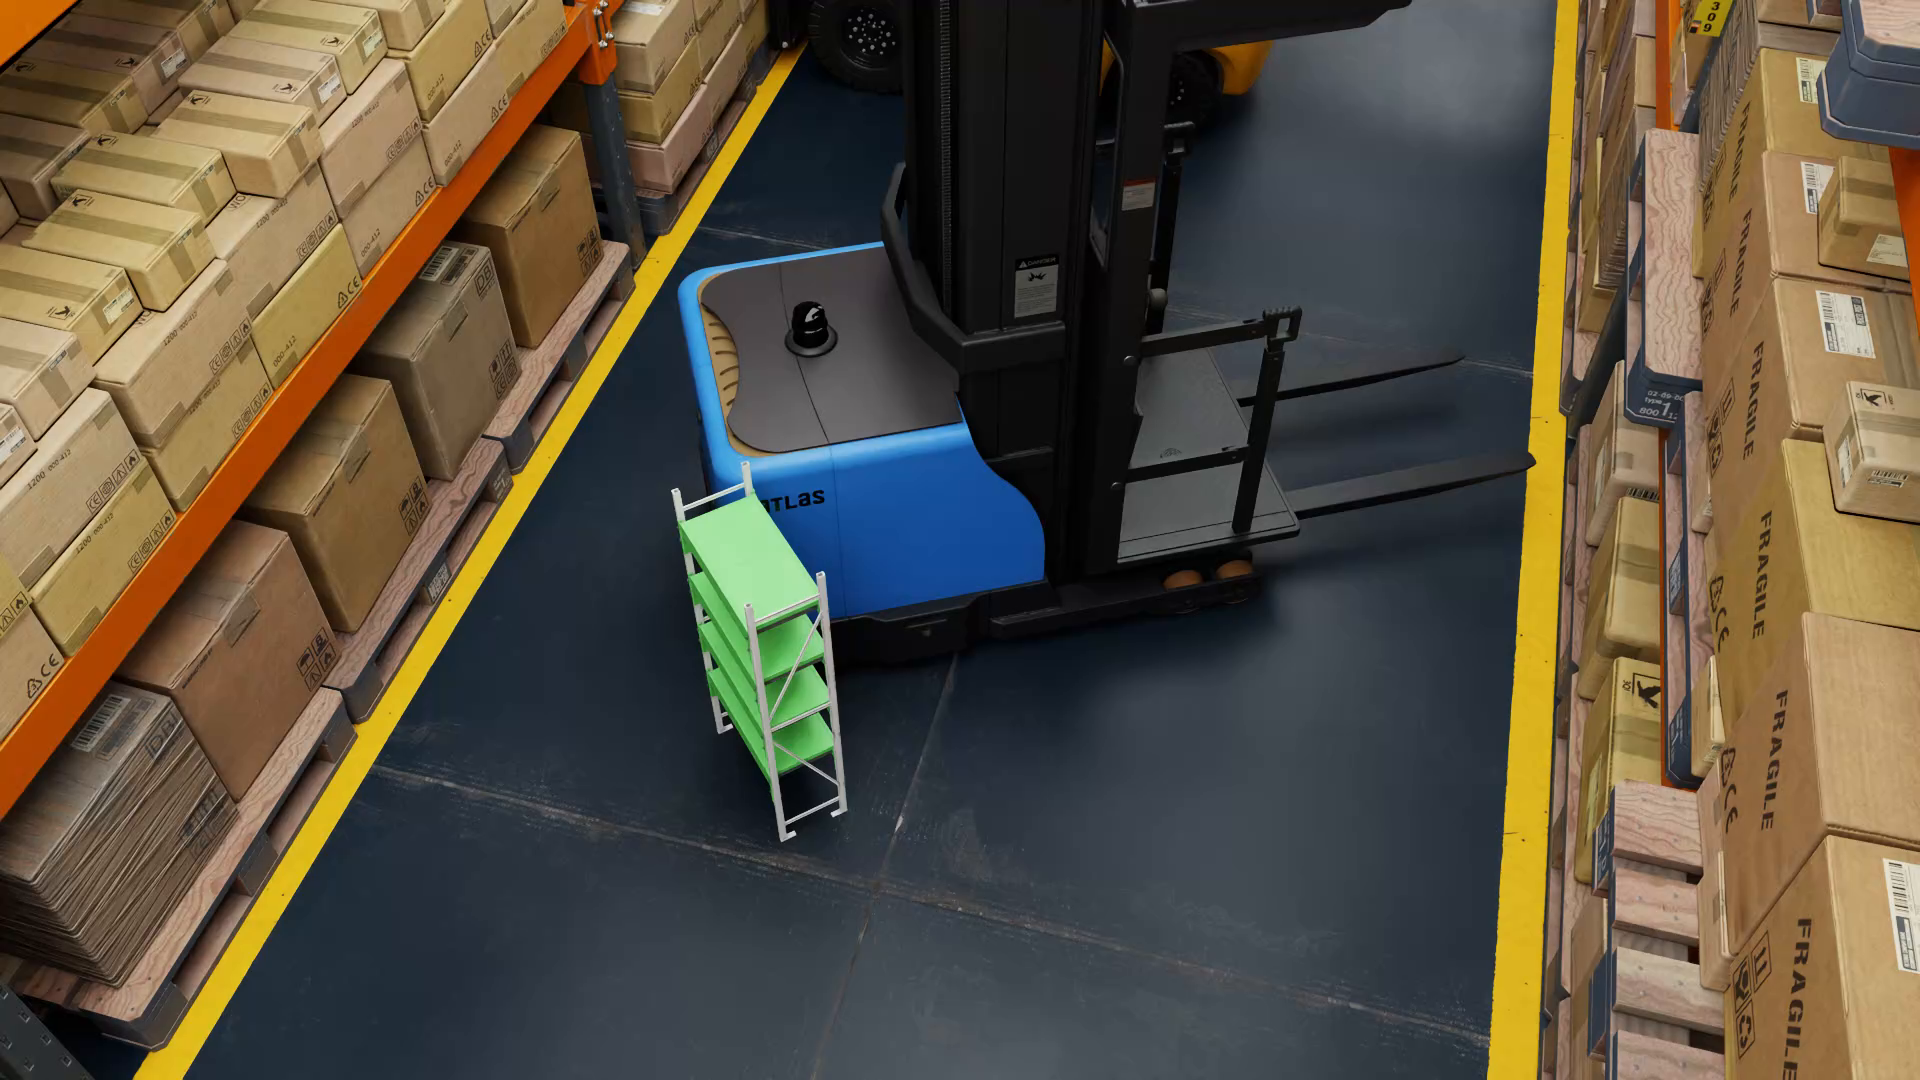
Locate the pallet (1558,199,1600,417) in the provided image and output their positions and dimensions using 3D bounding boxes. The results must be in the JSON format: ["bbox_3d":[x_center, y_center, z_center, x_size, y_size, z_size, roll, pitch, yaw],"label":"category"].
[{"bbox_3d":[3.049,-0.905,6.908,1.003,0.211,1.213,12,50,10],"label":"pallet"}]

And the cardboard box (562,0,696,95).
[{"bbox_3d":[-1.453,-2.160,7.043,0.500,0.250,0.500,11,49,9],"label":"cardboard box"}]

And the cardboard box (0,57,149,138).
[{"bbox_3d":[-2.629,-1.254,4.857,0.380,0.149,0.250,12,50,10],"label":"cardboard box"}]

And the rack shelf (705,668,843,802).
[{"bbox_3d":[-0.599,0.575,5.348,0.258,0.148,0.480,-23,53,-19],"label":"rack shelf"}]

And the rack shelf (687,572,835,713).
[{"bbox_3d":[-0.599,0.257,4.988,0.258,0.148,0.480,-23,53,-19],"label":"rack shelf"}]

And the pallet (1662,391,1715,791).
[{"bbox_3d":[2.335,0.182,4.217,1.003,0.211,1.213,12,50,10],"label":"pallet"}]

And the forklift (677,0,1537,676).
[{"bbox_3d":[0.605,-1.081,5.249,3.031,2.935,1.130,-10,49,-9],"label":"forklift"}]

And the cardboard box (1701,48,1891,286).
[{"bbox_3d":[2.375,-0.961,4.552,0.500,0.500,0.500,12,50,10],"label":"cardboard box"}]

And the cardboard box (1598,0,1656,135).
[{"bbox_3d":[3.069,-2.031,7.096,0.500,0.500,0.500,14,50,12],"label":"cardboard box"}]

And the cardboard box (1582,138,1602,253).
[{"bbox_3d":[2.933,-1.432,7.067,0.500,0.250,0.500,10,49,9],"label":"cardboard box"}]

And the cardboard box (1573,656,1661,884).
[{"bbox_3d":[2.404,0.799,5.017,0.950,0.372,0.625,13,50,11],"label":"cardboard box"}]

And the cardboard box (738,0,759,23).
[{"bbox_3d":[-1.184,-2.722,7.872,0.500,0.250,0.500,11,50,10],"label":"cardboard box"}]

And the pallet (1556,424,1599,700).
[{"bbox_3d":[2.703,0.151,5.976,1.003,0.211,1.213,12,50,10],"label":"pallet"}]

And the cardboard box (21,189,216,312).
[{"bbox_3d":[-2.238,-0.775,4.434,0.380,0.149,0.250,13,50,11],"label":"cardboard box"}]

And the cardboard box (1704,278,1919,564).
[{"bbox_3d":[2.107,-0.232,3.909,0.500,0.500,0.500,10,49,8],"label":"cardboard box"}]

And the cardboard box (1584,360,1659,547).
[{"bbox_3d":[2.771,-0.225,5.920,0.950,0.372,0.625,12,50,11],"label":"cardboard box"}]

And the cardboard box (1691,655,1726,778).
[{"bbox_3d":[1.870,0.437,3.751,0.380,0.149,0.250,12,50,11],"label":"cardboard box"}]

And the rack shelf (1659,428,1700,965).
[{"bbox_3d":[2.380,0.349,4.421,1.077,0.370,4.000,12,50,10],"label":"rack shelf"}]

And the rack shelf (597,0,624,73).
[{"bbox_3d":[-1.357,-3.521,7.836,1.077,0.370,4.000,12,50,10],"label":"rack shelf"}]

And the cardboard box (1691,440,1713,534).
[{"bbox_3d":[2.086,-0.116,4.240,0.380,0.149,0.250,13,50,11],"label":"cardboard box"}]

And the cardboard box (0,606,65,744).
[{"bbox_3d":[-2.583,0.358,4.033,0.500,0.250,0.500,12,50,10],"label":"cardboard box"}]

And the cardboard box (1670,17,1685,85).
[{"bbox_3d":[2.756,-1.727,5.941,0.380,0.149,0.250,13,50,11],"label":"cardboard box"}]

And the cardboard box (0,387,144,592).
[{"bbox_3d":[-2.451,-0.169,4.165,0.500,0.250,0.500,13,50,11],"label":"cardboard box"}]

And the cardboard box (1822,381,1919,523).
[{"bbox_3d":[2.012,-0.166,3.418,0.380,0.149,0.250,9,49,8],"label":"cardboard box"}]

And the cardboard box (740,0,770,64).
[{"bbox_3d":[-1.198,-2.571,8.072,0.500,0.250,0.500,12,50,11],"label":"cardboard box"}]

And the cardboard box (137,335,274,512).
[{"bbox_3d":[-2.317,-0.379,4.684,0.500,0.250,0.500,10,49,9],"label":"cardboard box"}]

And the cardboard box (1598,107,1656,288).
[{"bbox_3d":[2.803,-1.293,6.445,0.500,0.500,0.500,11,49,10],"label":"cardboard box"}]

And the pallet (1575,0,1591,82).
[{"bbox_3d":[3.691,-2.670,8.466,1.003,0.211,1.213,12,50,10],"label":"pallet"}]

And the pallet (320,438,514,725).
[{"bbox_3d":[-2.359,0.036,6.077,1.003,0.211,1.213,12,50,10],"label":"pallet"}]

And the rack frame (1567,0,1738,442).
[{"bbox_3d":[2.906,-1.335,5.428,1.000,3.000,0.127,12,50,10],"label":"rack frame"}]

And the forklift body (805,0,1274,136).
[{"bbox_3d":[0.431,-3.193,7.633,2.313,2.155,1.214,12,50,10],"label":"forklift body"}]

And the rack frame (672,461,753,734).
[{"bbox_3d":[-0.721,0.215,5.260,0.240,1.200,0.015,-23,53,-19],"label":"rack frame"}]

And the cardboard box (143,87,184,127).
[{"bbox_3d":[-2.552,-1.381,5.235,0.500,0.250,0.500,10,49,9],"label":"cardboard box"}]

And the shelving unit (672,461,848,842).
[{"bbox_3d":[-0.599,0.374,5.120,0.258,1.200,0.503,-23,53,-19],"label":"shelving unit"}]

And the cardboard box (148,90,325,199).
[{"bbox_3d":[-2.062,-1.132,4.749,0.380,0.149,0.250,10,49,9],"label":"cardboard box"}]

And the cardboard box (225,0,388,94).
[{"bbox_3d":[-1.995,-1.519,5.090,0.380,0.149,0.250,10,49,9],"label":"cardboard box"}]

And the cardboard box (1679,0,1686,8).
[{"bbox_3d":[2.912,-2.211,5.936,0.500,0.500,0.500,13,50,11],"label":"cardboard box"}]

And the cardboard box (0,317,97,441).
[{"bbox_3d":[-2.399,-0.415,4.116,0.380,0.149,0.250,12,50,10],"label":"cardboard box"}]

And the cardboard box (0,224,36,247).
[{"bbox_3d":[-2.818,-0.646,4.586,0.500,0.250,0.500,11,50,10],"label":"cardboard box"}]

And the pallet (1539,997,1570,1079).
[{"bbox_3d":[2.061,1.916,4.418,1.003,0.211,1.213,12,50,10],"label":"pallet"}]

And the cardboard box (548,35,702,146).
[{"bbox_3d":[-1.458,-1.996,7.231,0.500,0.250,0.500,11,50,10],"label":"cardboard box"}]

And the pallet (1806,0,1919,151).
[{"bbox_3d":[2.371,-1.089,3.335,1.213,0.211,1.003,12,50,10],"label":"pallet"}]

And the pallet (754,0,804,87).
[{"bbox_3d":[-1.314,-2.842,8.617,1.003,0.211,1.213,12,50,10],"label":"pallet"}]

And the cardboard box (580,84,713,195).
[{"bbox_3d":[-1.436,-1.826,7.415,0.500,0.250,0.500,12,50,10],"label":"cardboard box"}]

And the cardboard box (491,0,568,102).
[{"bbox_3d":[-1.763,-1.846,5.979,0.500,0.250,0.500,13,50,11],"label":"cardboard box"}]

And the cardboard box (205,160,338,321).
[{"bbox_3d":[-2.185,-0.919,4.827,0.500,0.250,0.500,12,50,11],"label":"cardboard box"}]

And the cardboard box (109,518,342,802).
[{"bbox_3d":[-2.594,0.305,5.284,0.875,0.625,0.625,13,50,11],"label":"cardboard box"}]

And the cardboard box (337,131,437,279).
[{"bbox_3d":[-2.051,-1.129,5.345,0.500,0.250,0.500,12,50,10],"label":"cardboard box"}]

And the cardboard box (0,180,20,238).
[{"bbox_3d":[-2.831,-0.890,4.536,0.380,0.149,0.250,11,49,9],"label":"cardboard box"}]

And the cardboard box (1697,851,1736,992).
[{"bbox_3d":[1.737,0.819,3.414,0.380,0.149,0.250,11,50,10],"label":"cardboard box"}]

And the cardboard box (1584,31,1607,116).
[{"bbox_3d":[3.207,-2.164,7.713,0.500,0.250,0.500,15,50,13],"label":"cardboard box"}]

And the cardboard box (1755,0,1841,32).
[{"bbox_3d":[2.441,-1.550,4.640,0.380,0.149,0.250,11,50,10],"label":"cardboard box"}]

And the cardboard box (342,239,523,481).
[{"bbox_3d":[-2.221,-0.726,6.194,0.875,0.625,0.625,11,50,10],"label":"cardboard box"}]

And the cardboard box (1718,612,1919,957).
[{"bbox_3d":[1.831,0.528,3.238,0.500,0.500,0.500,11,49,9],"label":"cardboard box"}]

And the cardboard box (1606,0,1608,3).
[{"bbox_3d":[3.341,-2.781,7.757,0.500,0.500,0.500,10,49,9],"label":"cardboard box"}]

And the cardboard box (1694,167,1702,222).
[{"bbox_3d":[2.456,-1.054,5.067,0.380,0.149,0.250,12,50,11],"label":"cardboard box"}]

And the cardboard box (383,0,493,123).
[{"bbox_3d":[-1.894,-1.649,5.471,0.500,0.250,0.500,10,49,9],"label":"cardboard box"}]

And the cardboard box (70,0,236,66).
[{"bbox_3d":[-2.508,-1.620,5.180,0.380,0.149,0.250,12,50,10],"label":"cardboard box"}]
